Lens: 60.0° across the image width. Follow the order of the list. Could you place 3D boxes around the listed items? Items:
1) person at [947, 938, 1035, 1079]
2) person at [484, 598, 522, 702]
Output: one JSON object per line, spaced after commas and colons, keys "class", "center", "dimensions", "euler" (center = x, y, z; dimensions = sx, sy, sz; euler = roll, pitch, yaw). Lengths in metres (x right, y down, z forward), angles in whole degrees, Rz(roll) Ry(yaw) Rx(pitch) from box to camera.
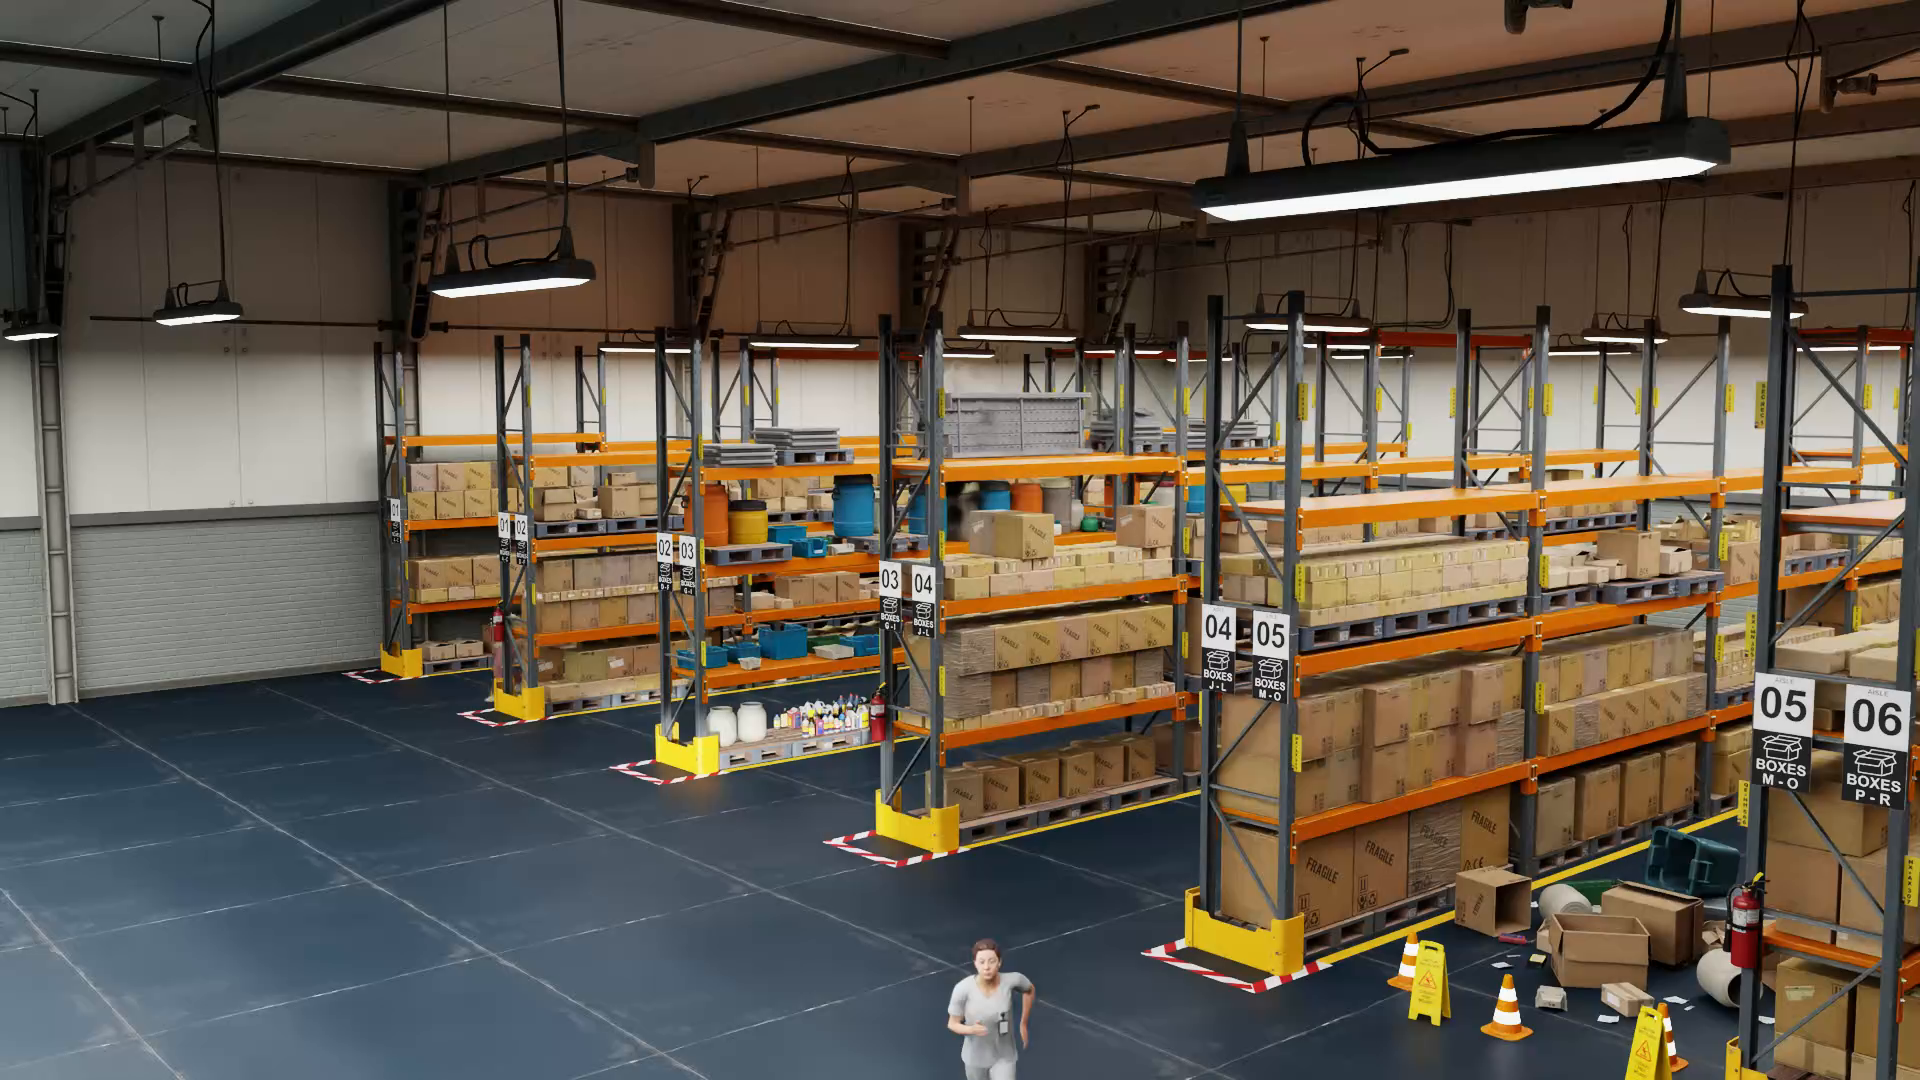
{"class": "person", "center": [0.203, 3.373, 10.680], "dimensions": [0.534, 1.727, 0.814], "euler": [1, 5, 7]}
{"class": "person", "center": [-7.598, 1.803, 27.658], "dimensions": [0.603, 1.654, 0.921], "euler": [4, 7, 39]}
